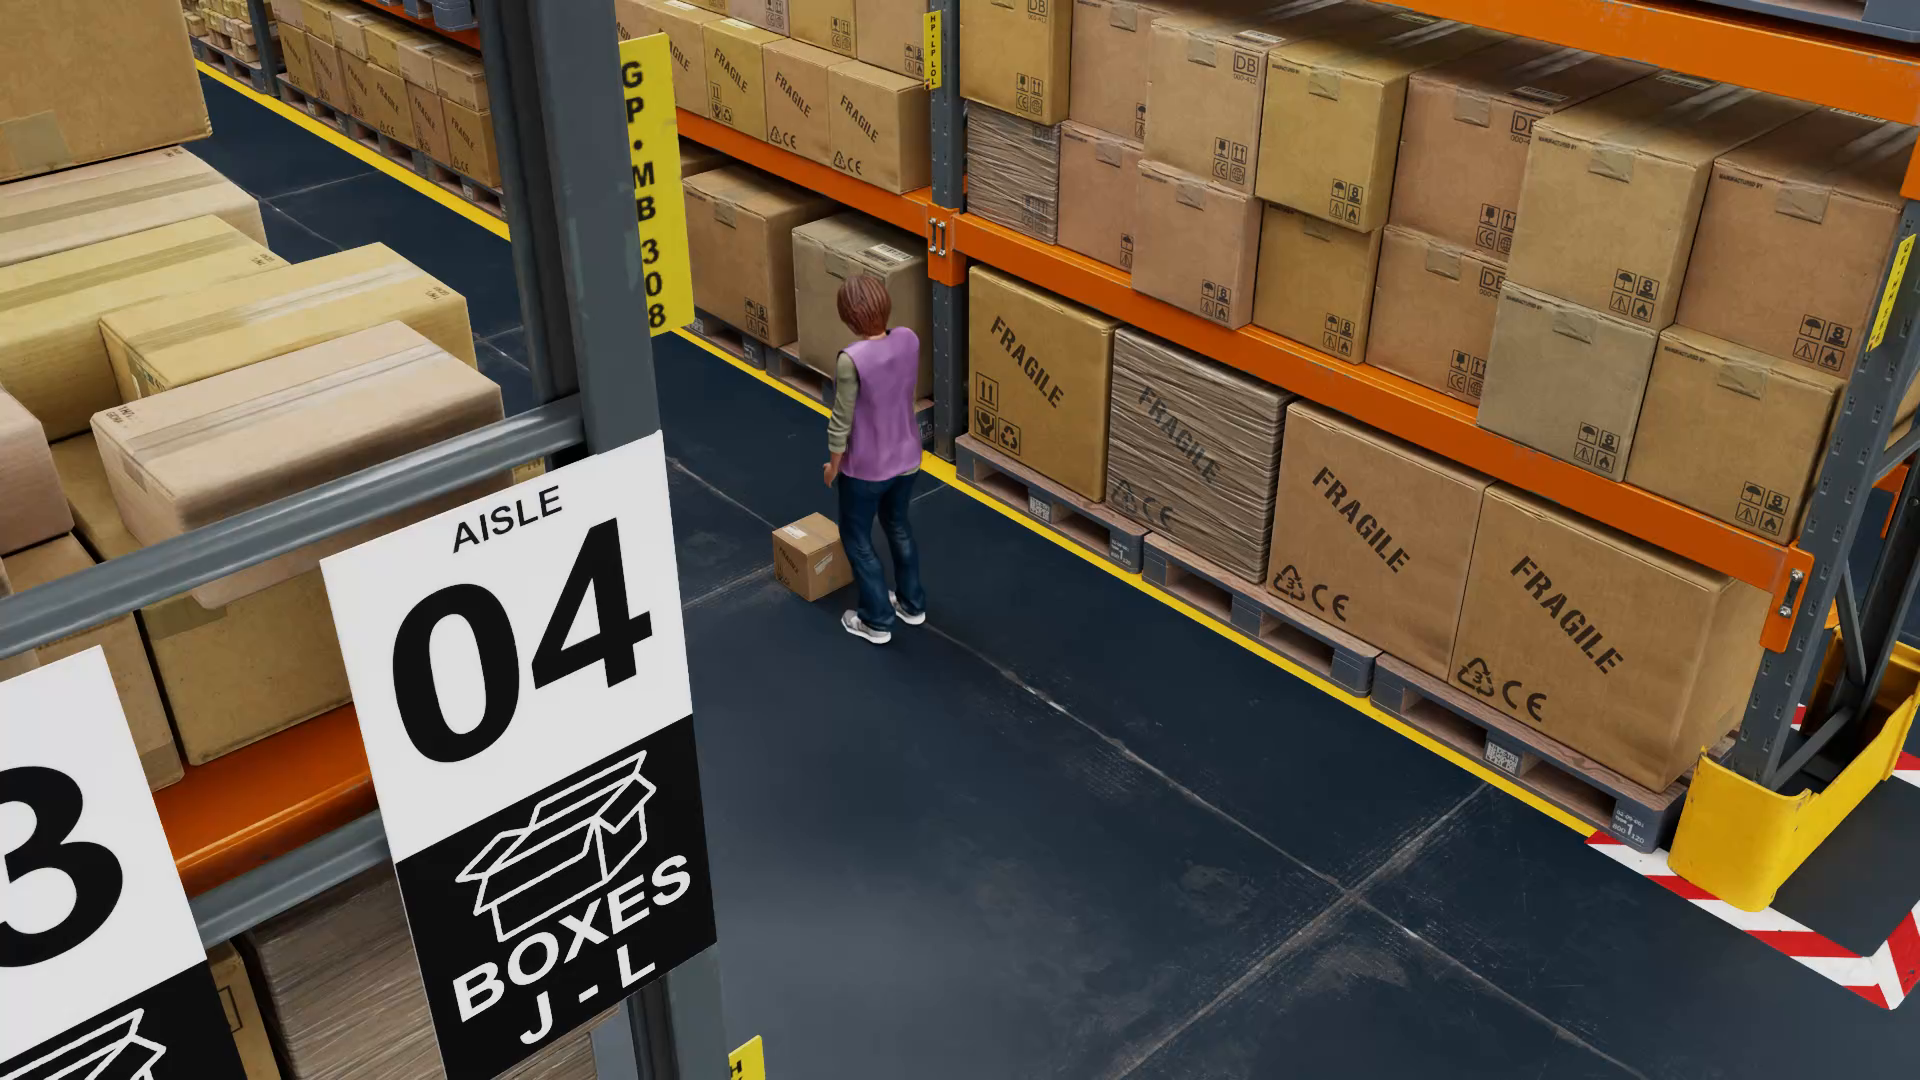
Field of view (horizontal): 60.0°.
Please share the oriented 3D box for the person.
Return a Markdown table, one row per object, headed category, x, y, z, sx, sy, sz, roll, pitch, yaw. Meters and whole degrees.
| category | x | y | z | sx | sy | sz | roll | pitch | yaw |
| --- | --- | --- | --- | --- | --- | --- | --- | --- | --- |
| person | -0.339 | -0.291 | 6.641 | 0.412 | 1.570 | 0.317 | -25 | 40 | -34 |
